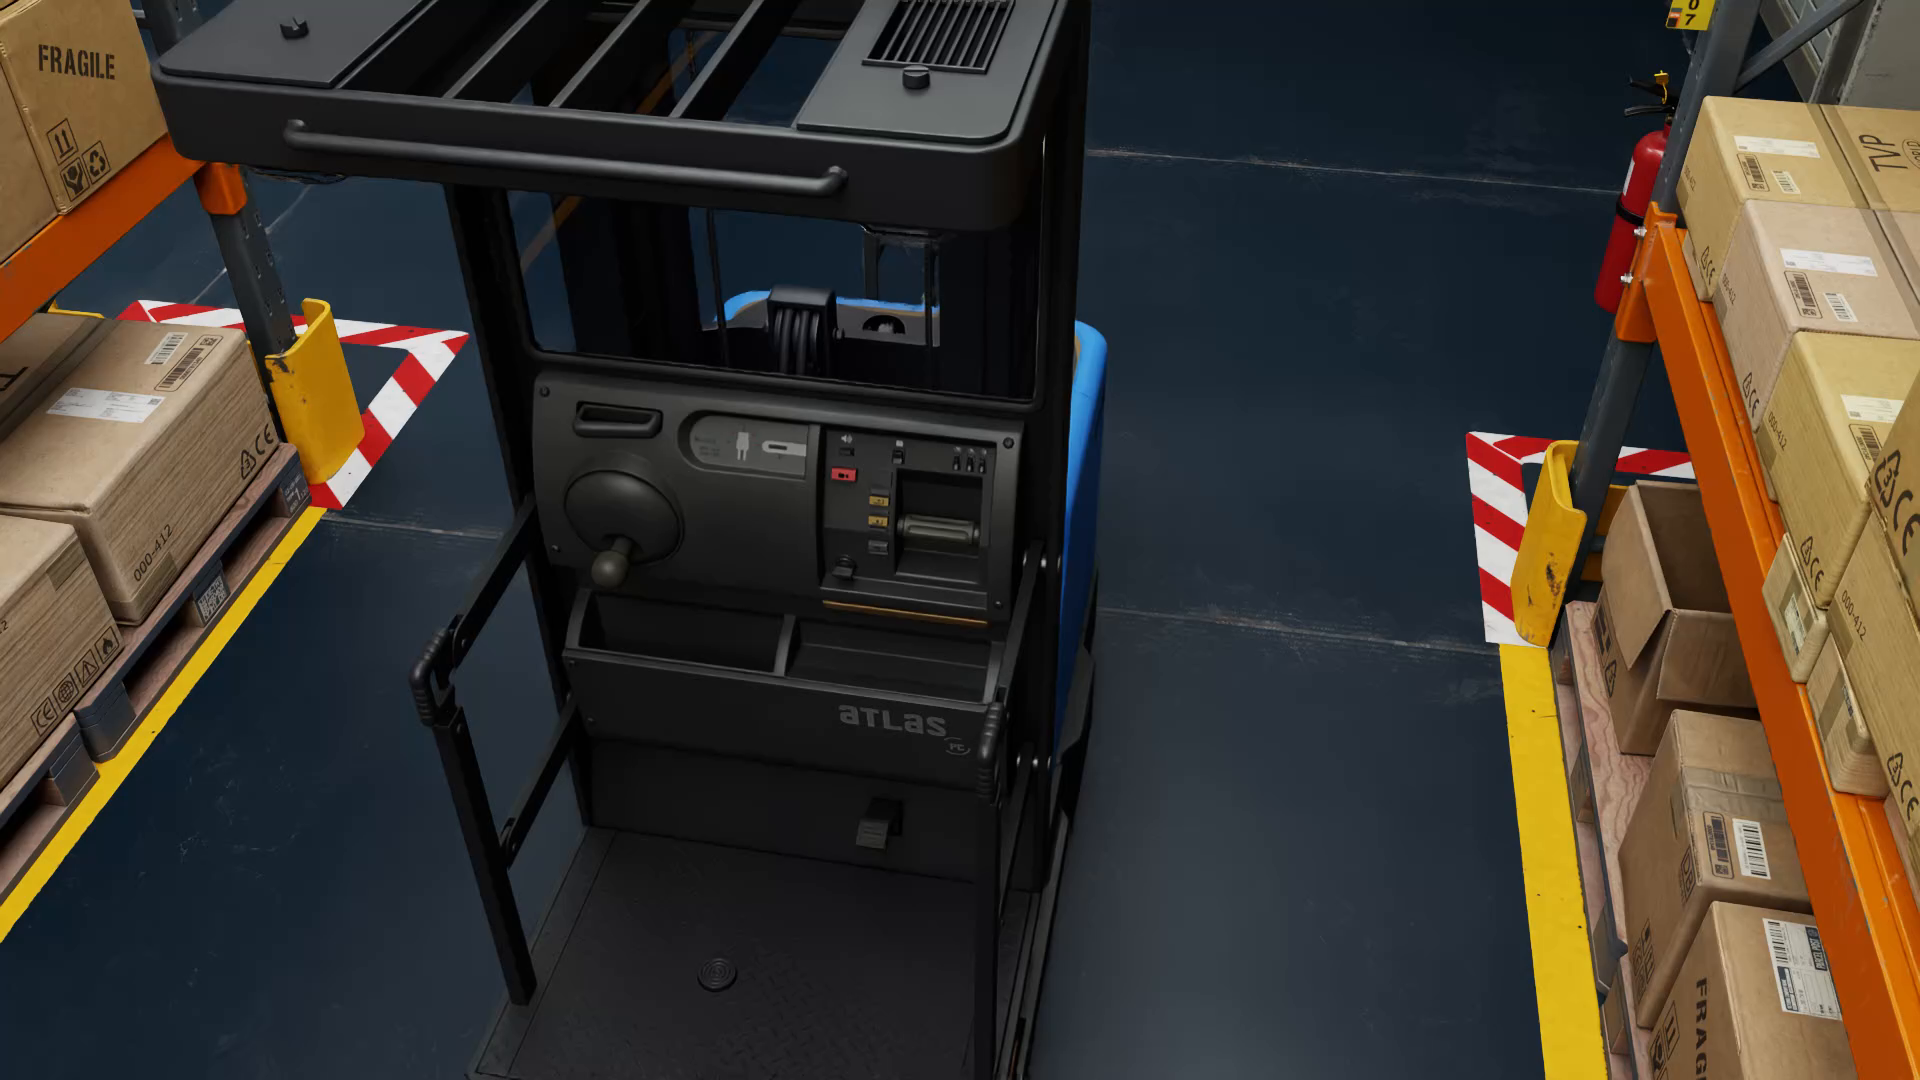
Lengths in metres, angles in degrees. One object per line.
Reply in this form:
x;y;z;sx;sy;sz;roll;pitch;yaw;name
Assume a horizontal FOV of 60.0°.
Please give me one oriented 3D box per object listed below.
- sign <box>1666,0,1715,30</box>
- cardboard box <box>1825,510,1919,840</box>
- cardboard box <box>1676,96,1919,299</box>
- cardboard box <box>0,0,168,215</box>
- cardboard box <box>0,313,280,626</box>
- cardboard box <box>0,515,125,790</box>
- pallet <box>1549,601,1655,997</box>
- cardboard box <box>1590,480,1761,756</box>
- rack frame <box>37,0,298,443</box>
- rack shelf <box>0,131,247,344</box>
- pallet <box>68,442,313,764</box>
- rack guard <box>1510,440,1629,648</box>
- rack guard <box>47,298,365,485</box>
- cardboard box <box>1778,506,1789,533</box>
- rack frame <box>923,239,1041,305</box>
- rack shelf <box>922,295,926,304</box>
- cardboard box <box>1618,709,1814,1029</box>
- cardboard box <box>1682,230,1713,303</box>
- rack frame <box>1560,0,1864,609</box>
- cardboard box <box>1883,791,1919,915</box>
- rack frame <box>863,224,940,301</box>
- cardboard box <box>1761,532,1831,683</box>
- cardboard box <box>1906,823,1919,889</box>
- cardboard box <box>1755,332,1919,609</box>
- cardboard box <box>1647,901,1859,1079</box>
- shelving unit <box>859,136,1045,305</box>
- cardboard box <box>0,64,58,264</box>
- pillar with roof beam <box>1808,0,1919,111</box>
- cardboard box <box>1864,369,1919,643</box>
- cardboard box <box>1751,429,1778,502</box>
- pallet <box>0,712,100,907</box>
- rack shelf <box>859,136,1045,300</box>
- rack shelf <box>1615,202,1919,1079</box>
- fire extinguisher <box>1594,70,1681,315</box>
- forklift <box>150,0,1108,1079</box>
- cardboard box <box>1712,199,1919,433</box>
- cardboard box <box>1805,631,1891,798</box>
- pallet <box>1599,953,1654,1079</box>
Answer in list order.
1.722;-1.335;3.832;0.100;0.325;0.005;6;40;8;sign
1.673;0.214;2.521;0.500;0.250;0.500;5;40;7;cardboard box
1.912;-0.744;3.680;0.500;0.250;0.500;7;40;8;cardboard box
-2.456;-1.194;4.261;0.500;0.500;0.500;7;40;8;cardboard box
-2.649;-0.236;4.863;0.875;0.438;0.875;5;40;6;cardboard box
-2.799;0.339;4.167;0.875;0.438;0.875;7;40;9;cardboard box
2.106;0.681;4.261;1.003;0.211;1.213;6;40;8;pallet
2.057;0.232;4.245;0.797;0.503;0.637;5;40;6;cardboard box
-2.633;-1.487;4.694;1.000;3.000;0.127;6;40;8;rack frame
-2.979;0.045;3.406;1.077;0.370;4.000;6;40;8;rack shelf
-2.694;0.098;4.966;1.003;0.211;1.213;6;40;8;pallet
2.243;0.069;4.774;1.175;0.500;0.348;6;40;8;rack guard
-2.629;-0.539;5.509;1.175;0.500;0.348;6;40;8;rack guard
1.775;-0.016;3.113;0.380;0.149;0.250;7;40;8;cardboard box
0.085;-0.860;5.113;0.400;1.500;0.023;7;40;8;rack frame
0.017;-0.379;5.043;0.431;0.370;0.720;7;40;8;rack shelf
1.871;0.765;3.603;0.700;0.500;0.500;8;40;9;cardboard box
1.929;-0.669;3.902;0.380;0.149;0.250;6;40;7;cardboard box
2.256;-0.942;4.035;1.000;3.000;0.127;6;40;8;rack frame
1.655;0.471;2.524;0.380;0.149;0.250;6;40;8;cardboard box
-0.051;-0.401;4.559;0.400;1.500;0.023;7;40;8;rack frame
1.657;0.134;2.931;0.380;0.149;0.250;5;40;6;cardboard box
1.583;0.537;2.130;0.500;0.250;0.500;6;40;7;cardboard box
1.741;-0.109;2.912;0.500;0.250;0.500;6;40;7;cardboard box
1.681;1.086;3.215;0.500;0.500;0.500;7;40;8;cardboard box
0.017;-0.631;4.836;0.431;1.500;0.755;7;40;8;shelving unit
-2.558;-0.880;3.882;0.500;0.500;0.500;6;40;7;cardboard box
-0.629;-5.322;4.624;9.100;9.000;0.400;6;40;8;pillar with roof beam
1.653;-0.091;2.302;0.500;0.500;0.500;7;40;9;cardboard box
1.815;-0.184;3.315;0.380;0.149;0.250;8;40;9;cardboard box
-2.908;0.862;4.042;1.003;0.211;1.213;6;40;8;pallet
0.017;-0.931;4.587;0.431;0.370;0.720;7;40;8;rack shelf
1.910;0.590;2.746;1.077;0.370;4.000;6;40;8;rack shelf
1.827;-0.912;4.352;0.296;0.674;0.183;6;40;8;fire extinguisher
-0.388;0.003;2.946;1.130;2.935;3.031;7;40;8;forklift
1.825;-0.427;3.297;0.500;0.250;0.500;7;40;8;cardboard box
1.632;0.301;2.729;0.380;0.149;0.250;7;40;9;cardboard box
1.893;1.444;3.338;1.003;0.211;1.213;6;40;8;pallet
